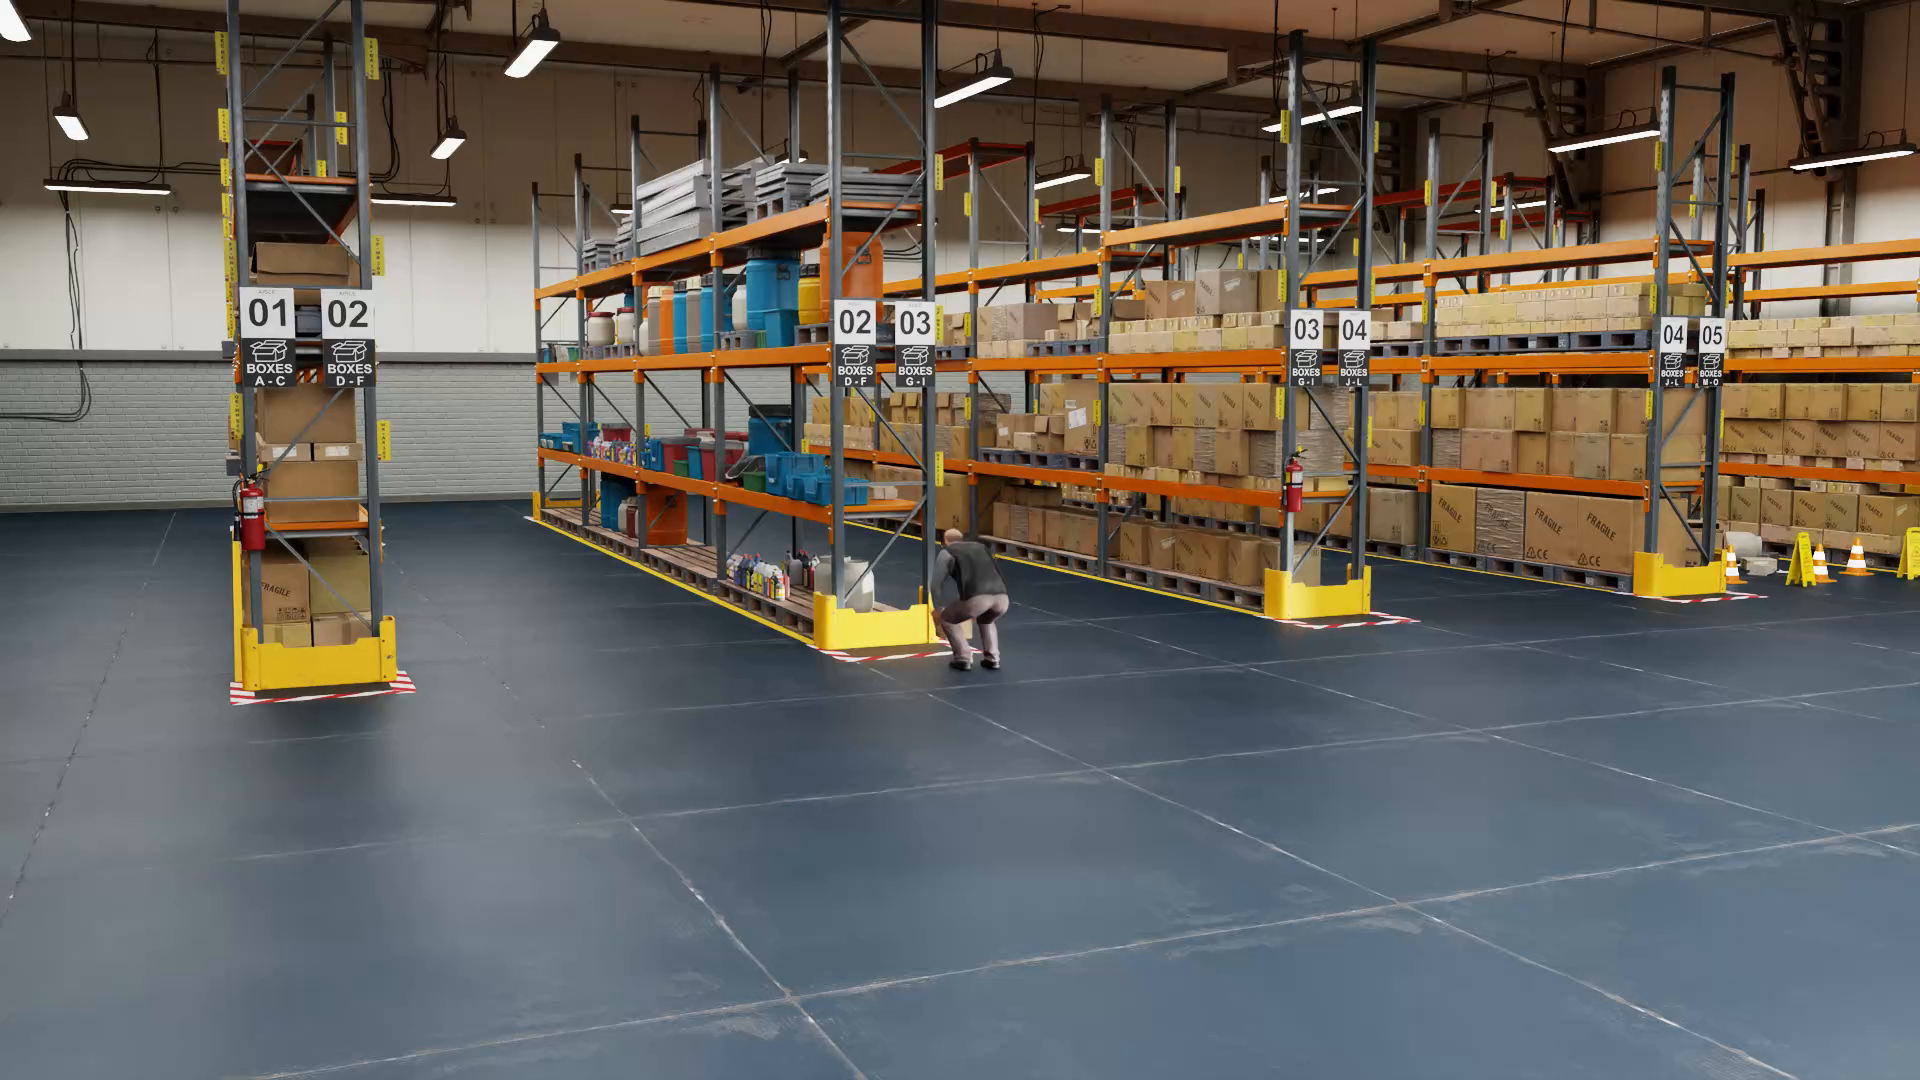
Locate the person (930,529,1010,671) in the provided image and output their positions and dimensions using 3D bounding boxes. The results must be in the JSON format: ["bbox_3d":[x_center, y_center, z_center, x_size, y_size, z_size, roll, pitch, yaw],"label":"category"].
[{"bbox_3d":[0.072,0.514,14.318,0.575,1.179,0.806,-2,6,-24],"label":"person"}]
